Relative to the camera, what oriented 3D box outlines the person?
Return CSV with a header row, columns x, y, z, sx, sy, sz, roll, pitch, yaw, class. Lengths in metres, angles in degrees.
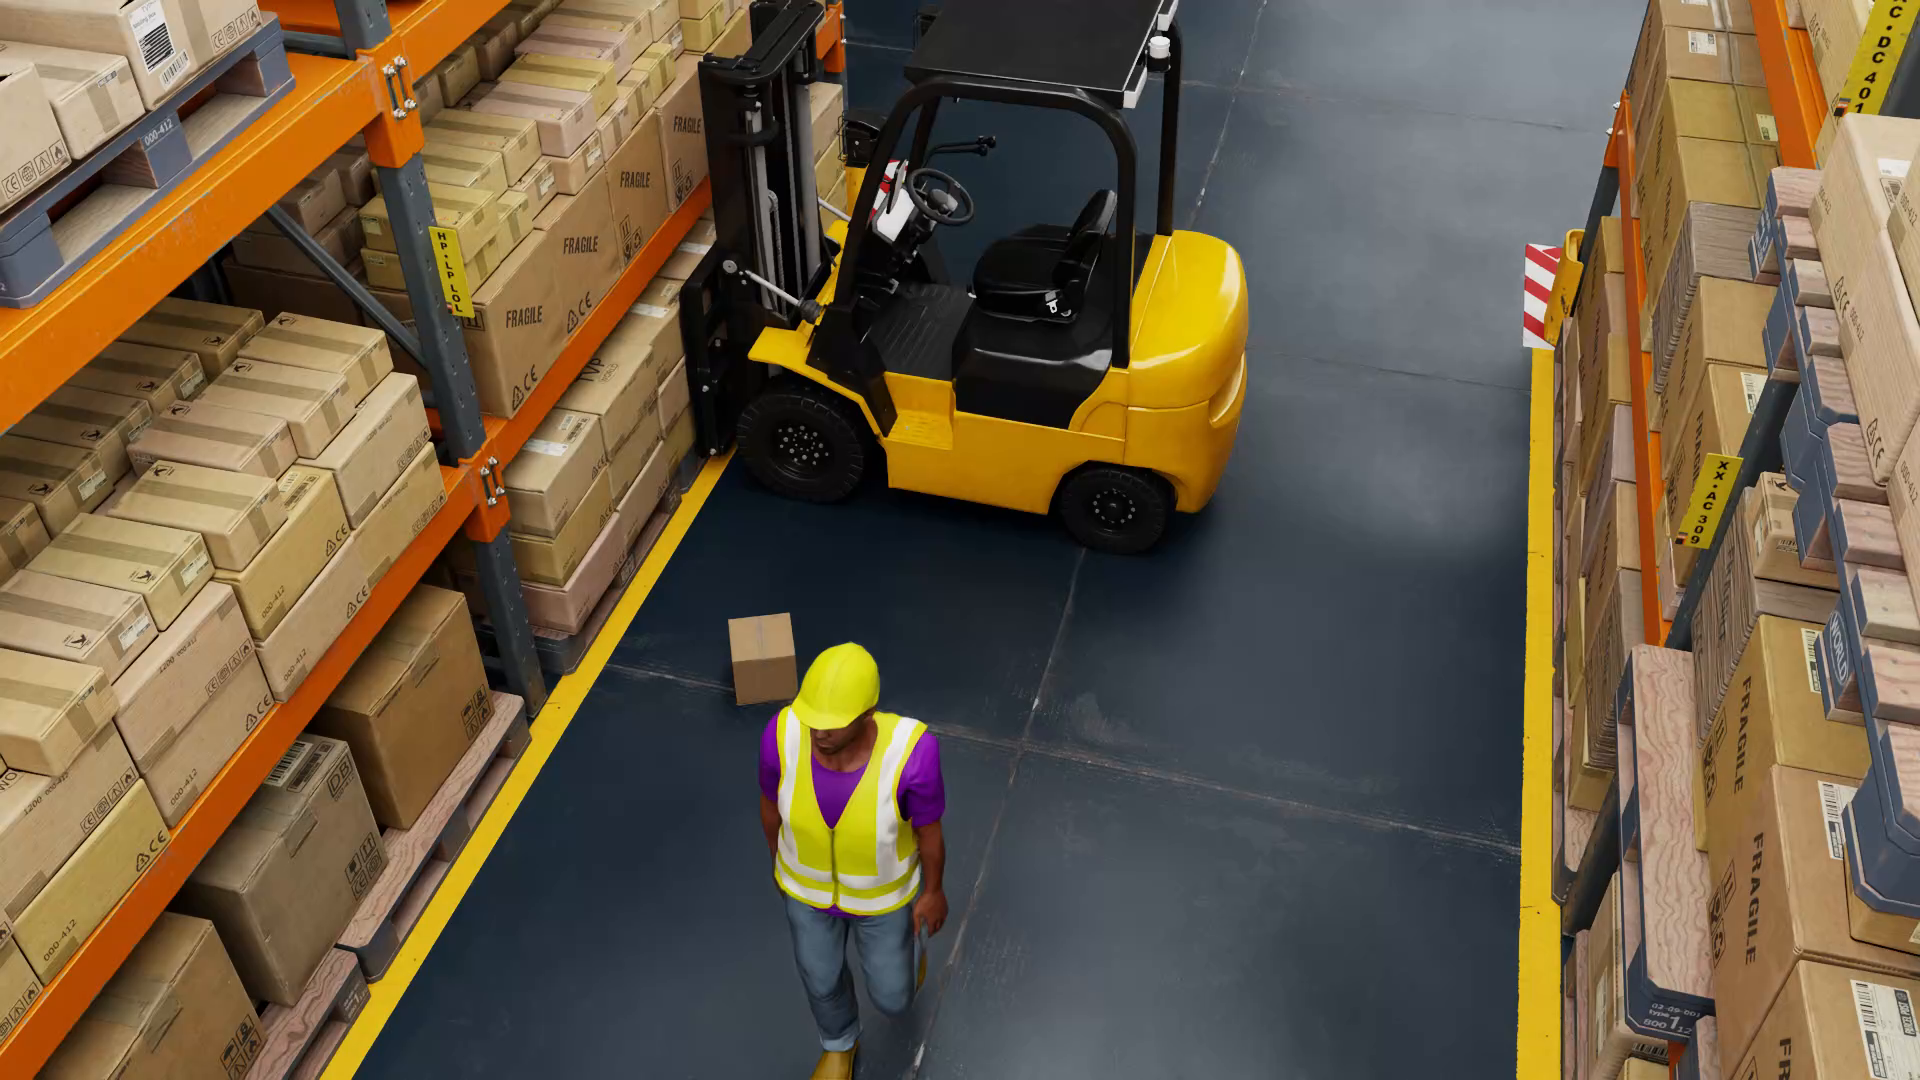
x,y,z,sx,sy,sz,roll,pitch,yaw,class
-0.314,0.983,4.968,0.578,1.752,0.611,7,41,8,person
